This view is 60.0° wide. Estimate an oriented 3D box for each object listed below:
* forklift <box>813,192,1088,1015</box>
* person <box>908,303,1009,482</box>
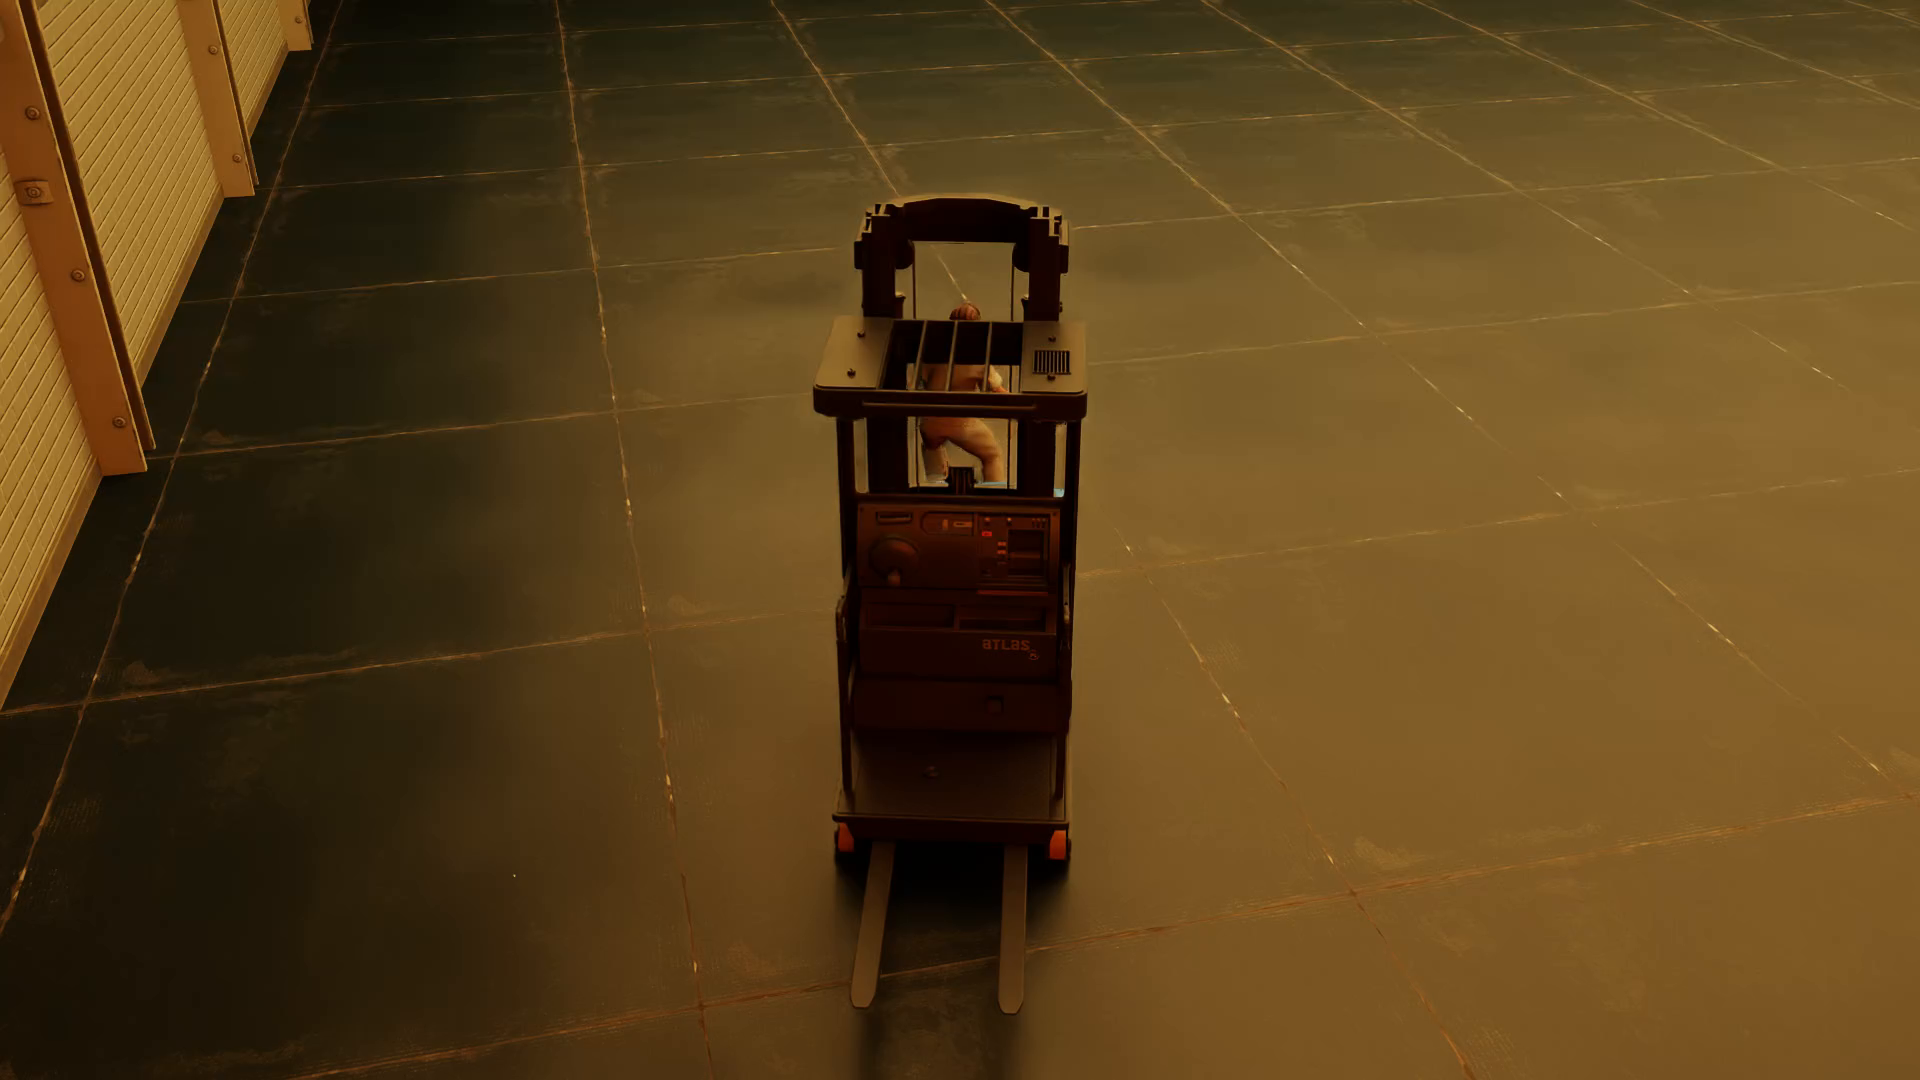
[{"bbox_3d":[-0.019,0.079,7.438,1.130,2.935,3.031,2,30,3],"label":"forklift"},{"bbox_3d":[0.017,-0.760,10.265,0.749,1.550,0.524,6,31,11],"label":"person"}]
